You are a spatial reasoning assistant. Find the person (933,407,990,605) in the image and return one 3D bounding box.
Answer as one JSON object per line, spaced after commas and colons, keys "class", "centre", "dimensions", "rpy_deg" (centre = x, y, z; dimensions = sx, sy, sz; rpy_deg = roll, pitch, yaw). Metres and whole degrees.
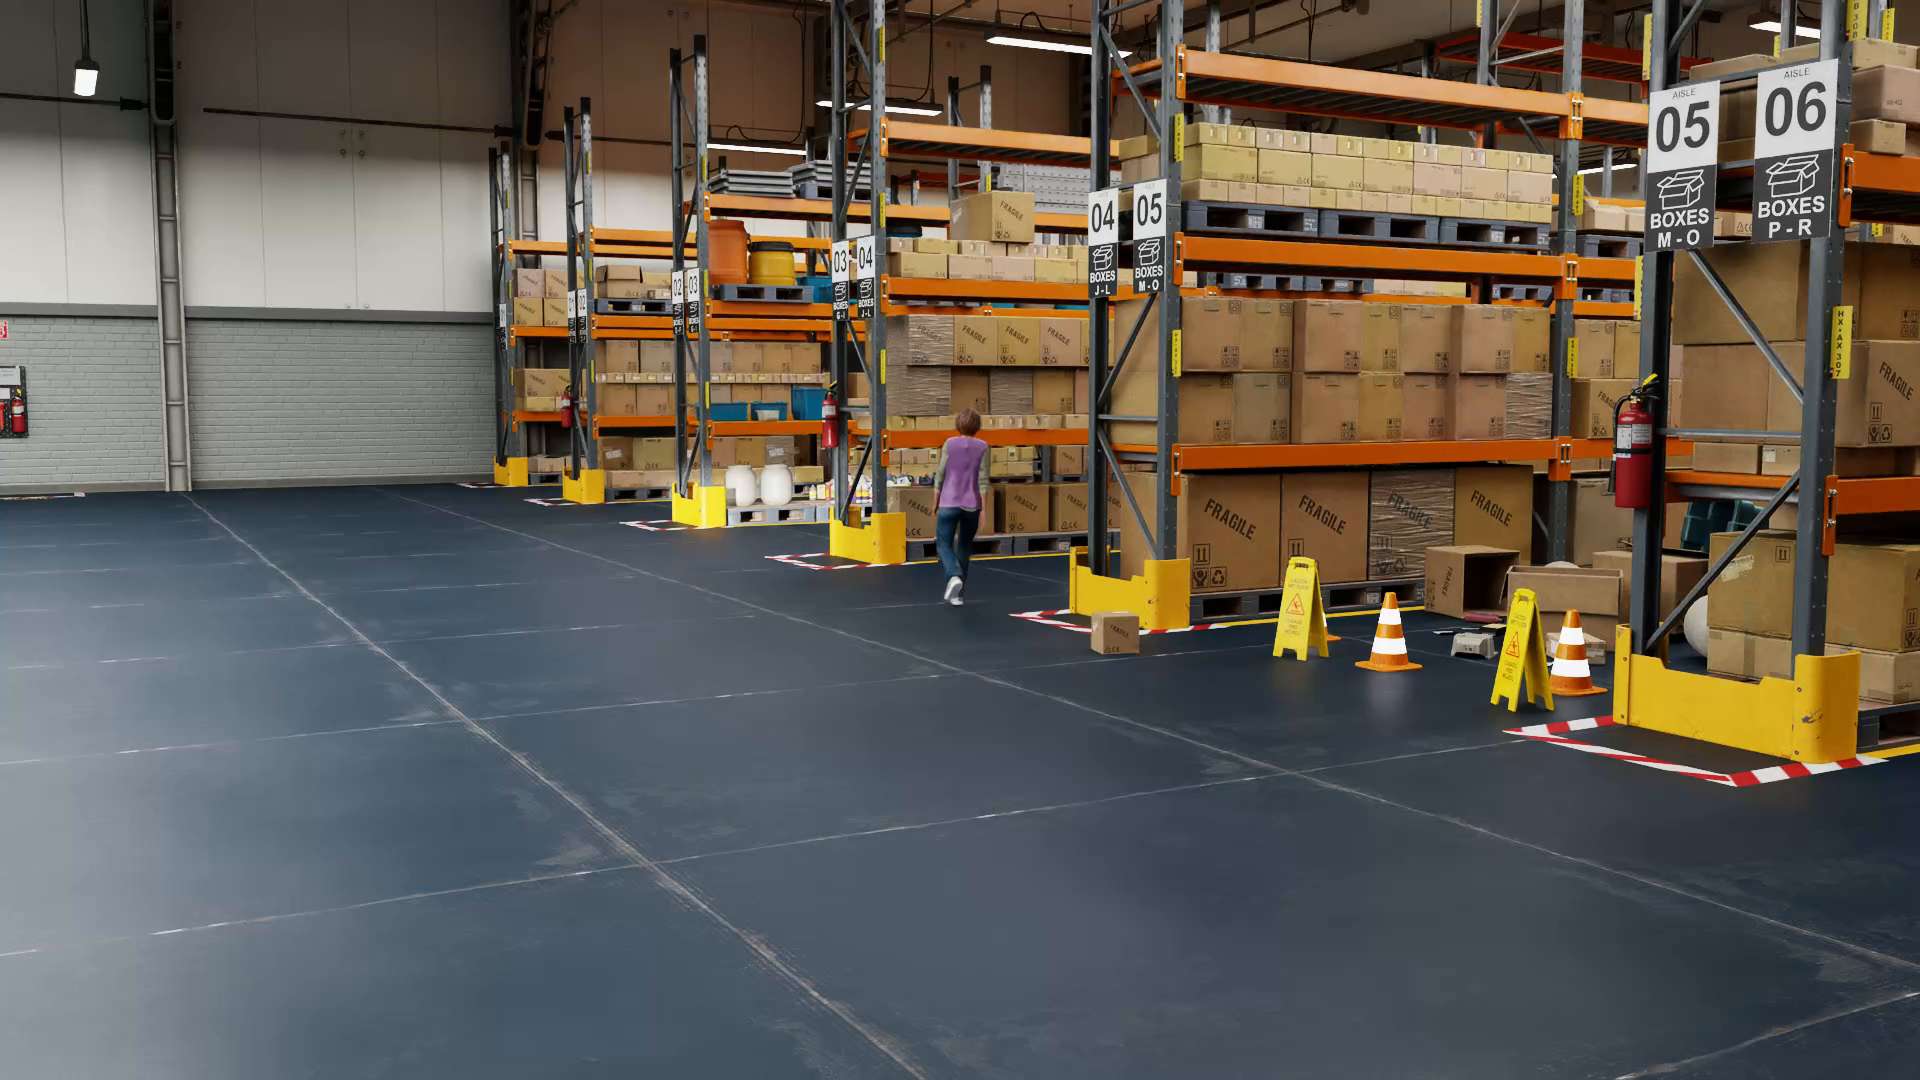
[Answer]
{"class": "person", "centre": [0.014, -0.245, 12.872], "dimensions": [0.423, 1.561, 0.796], "rpy_deg": [-1, 5, -7]}
